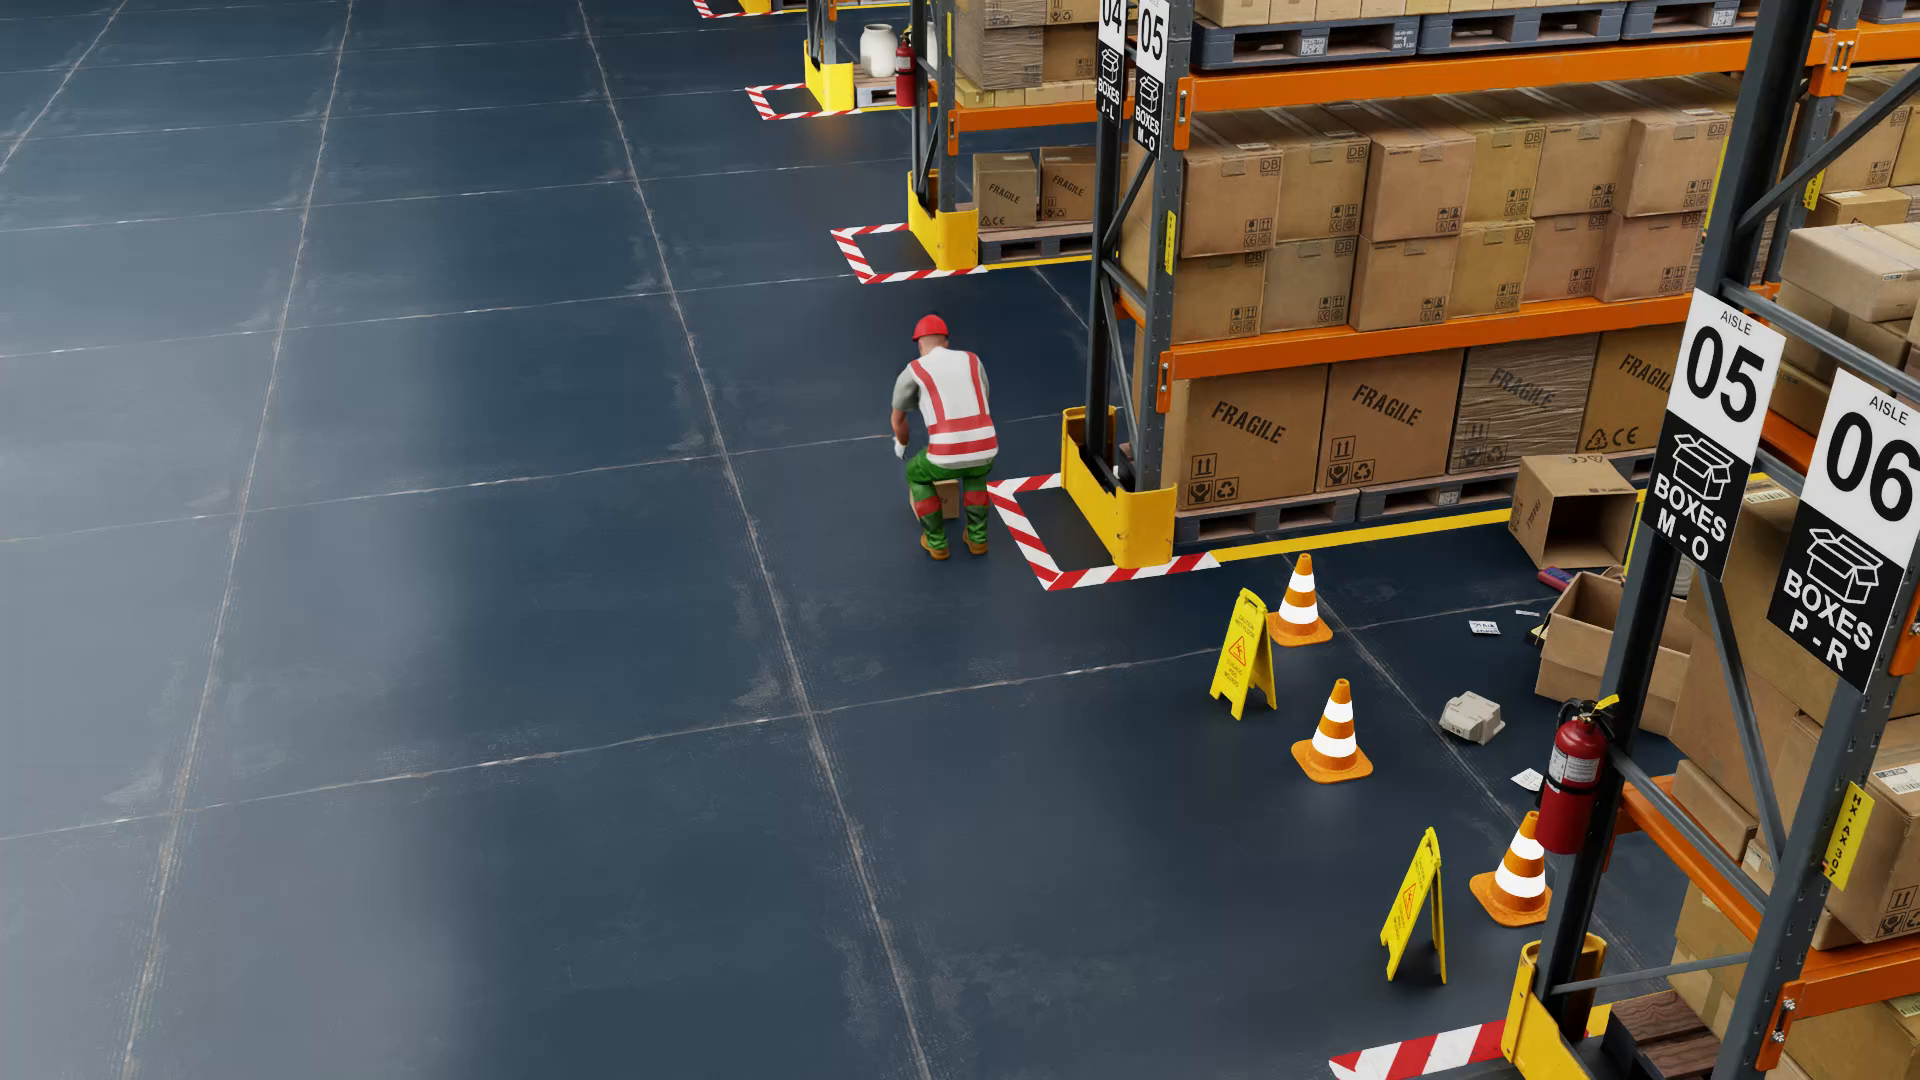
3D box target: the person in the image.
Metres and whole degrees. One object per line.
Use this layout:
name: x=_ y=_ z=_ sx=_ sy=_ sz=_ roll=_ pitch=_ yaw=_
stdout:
person: x=-0.092 y=-0.572 z=9.648 sx=0.584 sy=1.351 sz=0.795 roll=-8 pitch=31 yaw=-13
